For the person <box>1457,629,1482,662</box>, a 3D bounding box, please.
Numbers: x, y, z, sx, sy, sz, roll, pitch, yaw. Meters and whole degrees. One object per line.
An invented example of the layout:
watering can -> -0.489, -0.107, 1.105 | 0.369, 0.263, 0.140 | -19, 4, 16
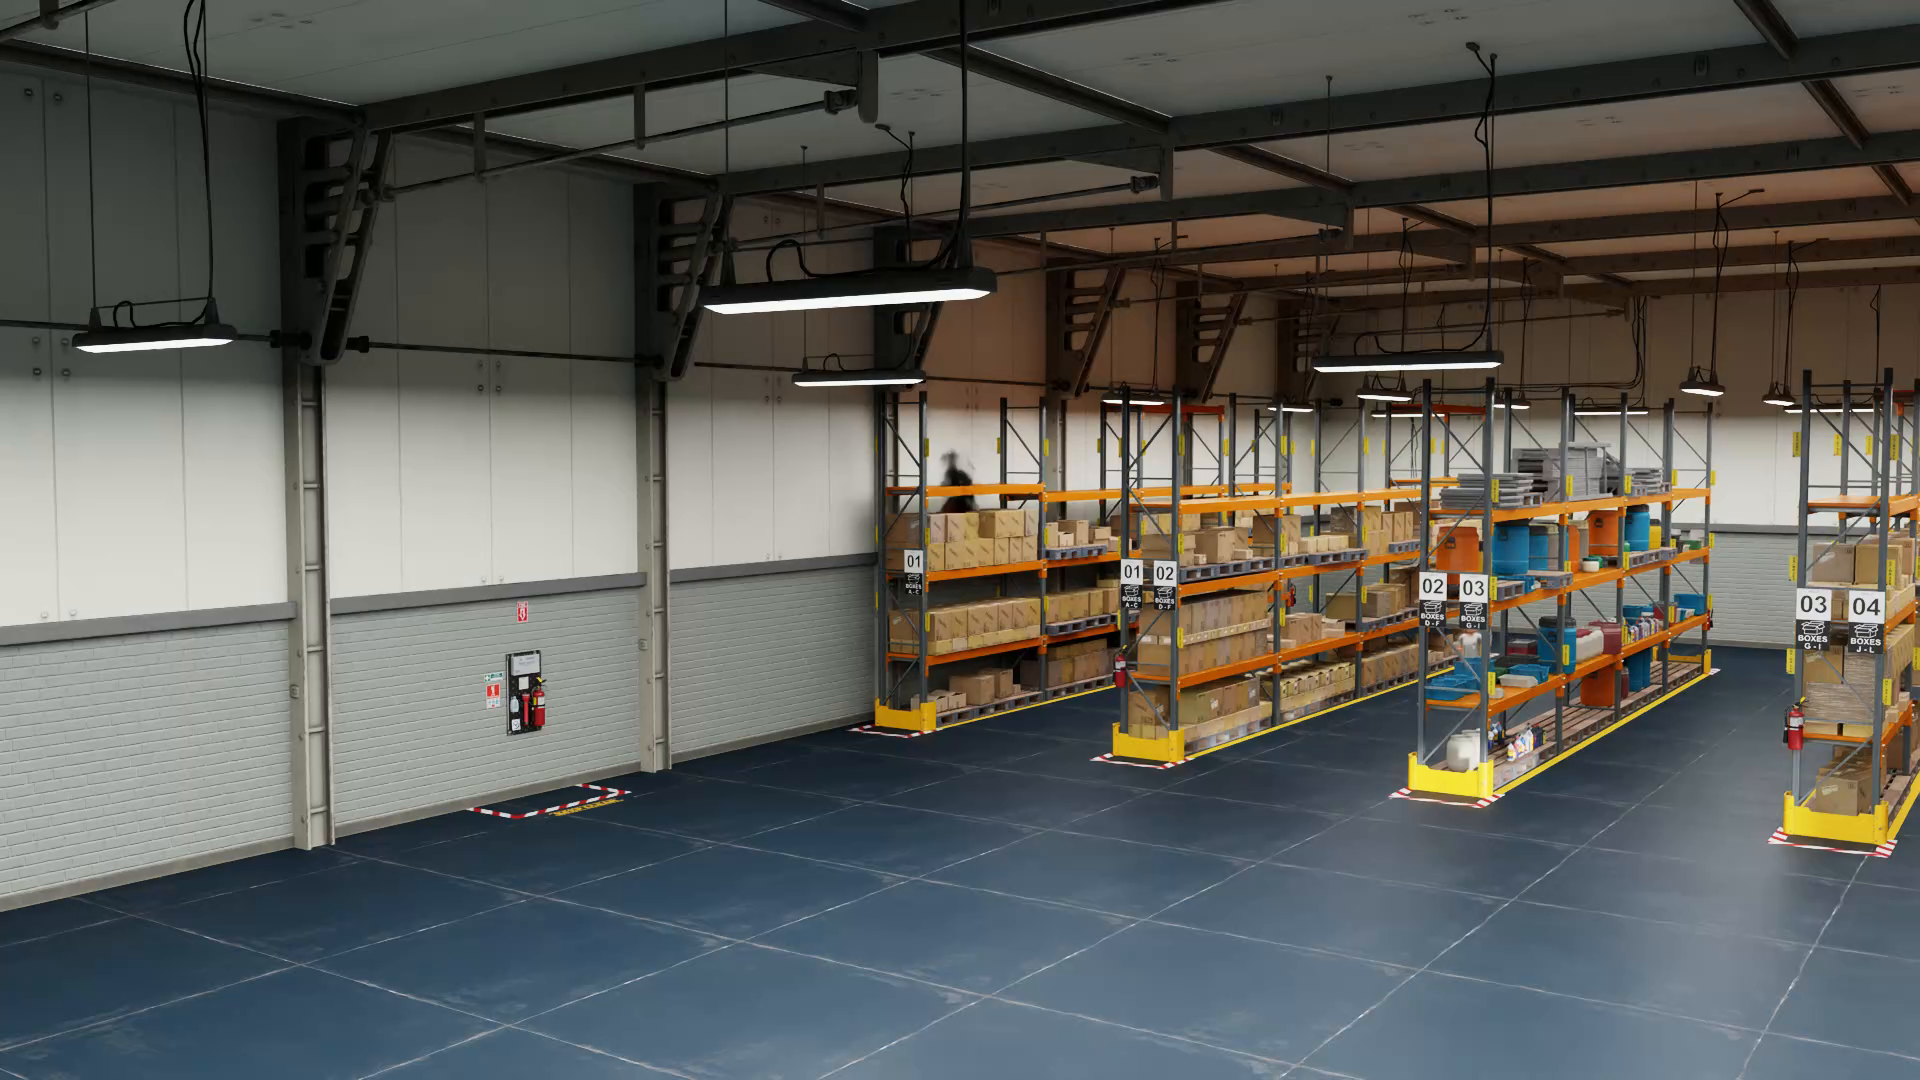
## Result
person -> 9.857, 2.391, 32.129 | 0.516, 1.699, 0.761 | 2, 4, 26
